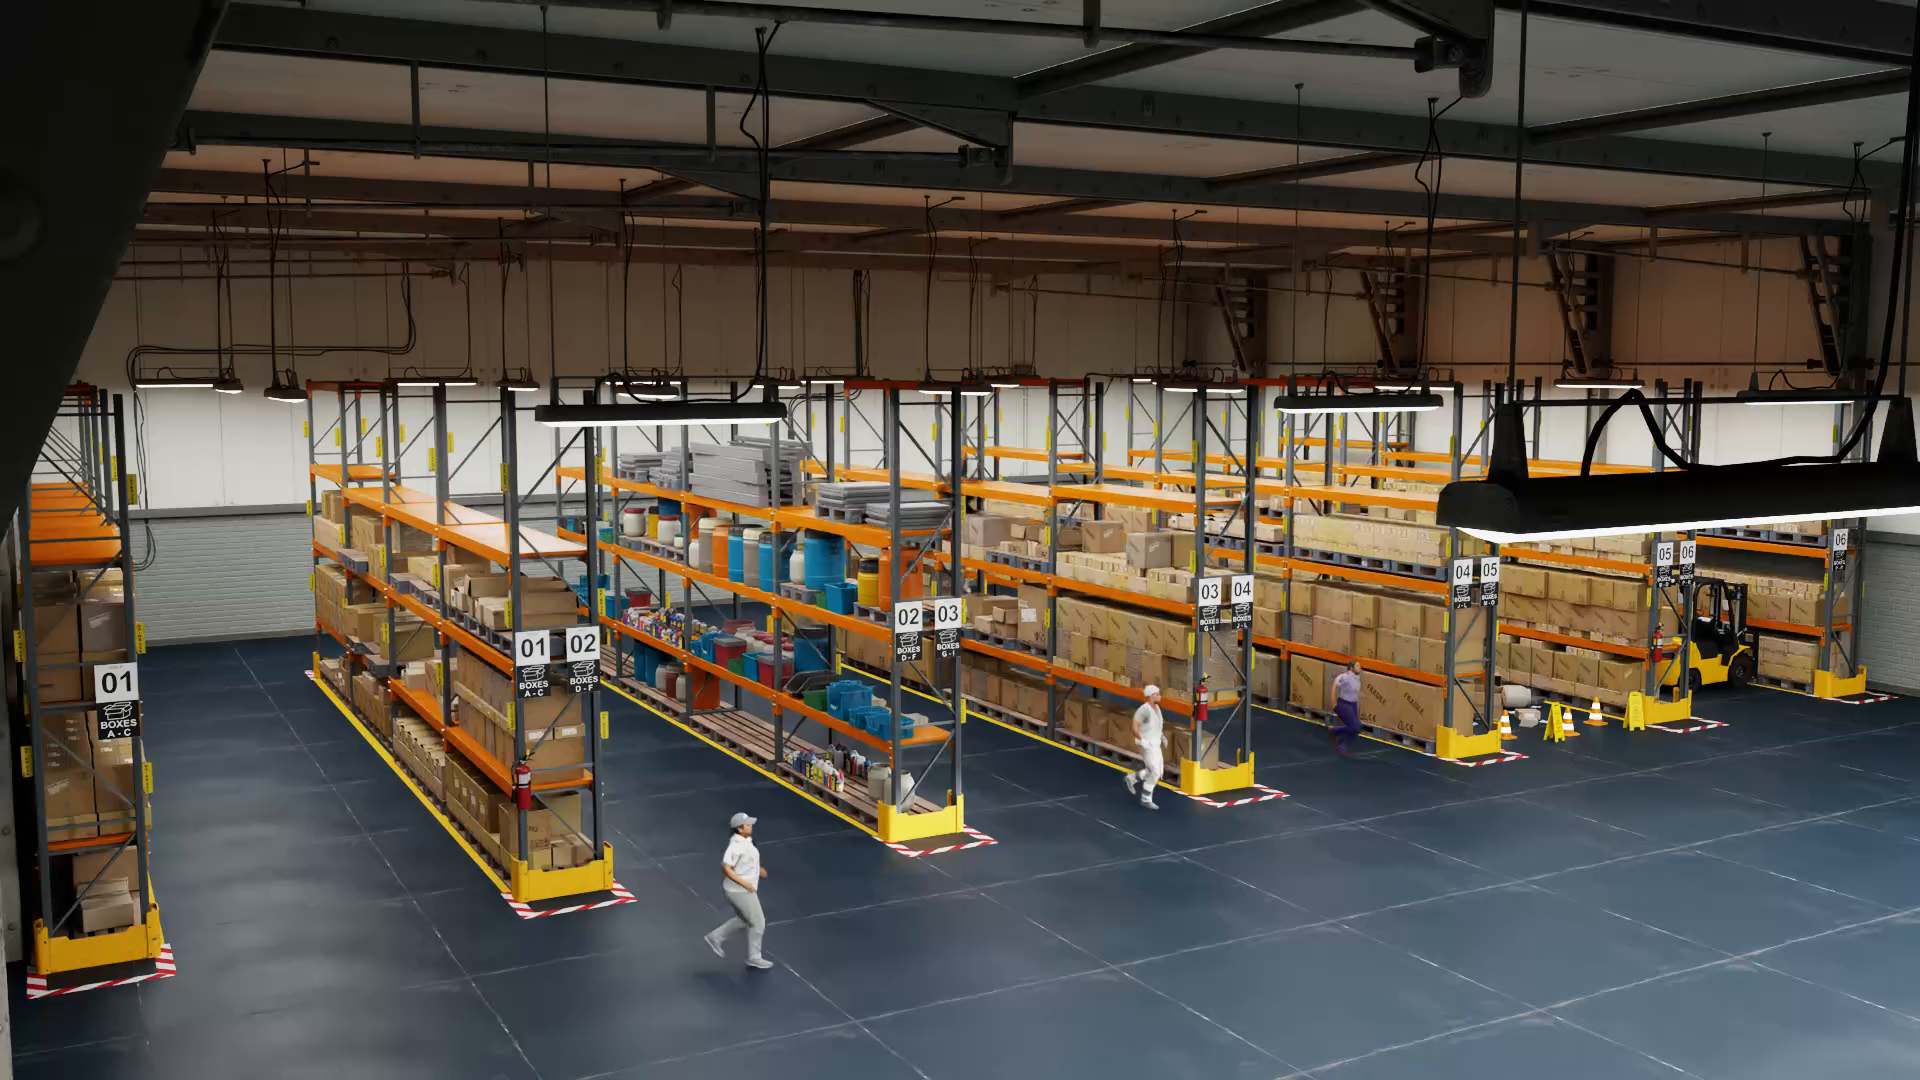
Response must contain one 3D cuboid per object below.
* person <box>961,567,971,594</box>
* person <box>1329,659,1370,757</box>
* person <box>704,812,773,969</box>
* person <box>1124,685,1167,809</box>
[{"bbox_3d":[0.017,1.459,38.050,0.585,1.690,0.846,-3,7,-25],"label":"person"},{"bbox_3d":[6.271,2.717,26.753,0.623,1.589,0.645,5,8,38],"label":"person"},{"bbox_3d":[-2.327,3.670,17.407,0.726,1.660,0.613,-1,6,-5],"label":"person"},{"bbox_3d":[2.671,2.953,23.909,0.622,1.752,0.711,4,7,33],"label":"person"}]
